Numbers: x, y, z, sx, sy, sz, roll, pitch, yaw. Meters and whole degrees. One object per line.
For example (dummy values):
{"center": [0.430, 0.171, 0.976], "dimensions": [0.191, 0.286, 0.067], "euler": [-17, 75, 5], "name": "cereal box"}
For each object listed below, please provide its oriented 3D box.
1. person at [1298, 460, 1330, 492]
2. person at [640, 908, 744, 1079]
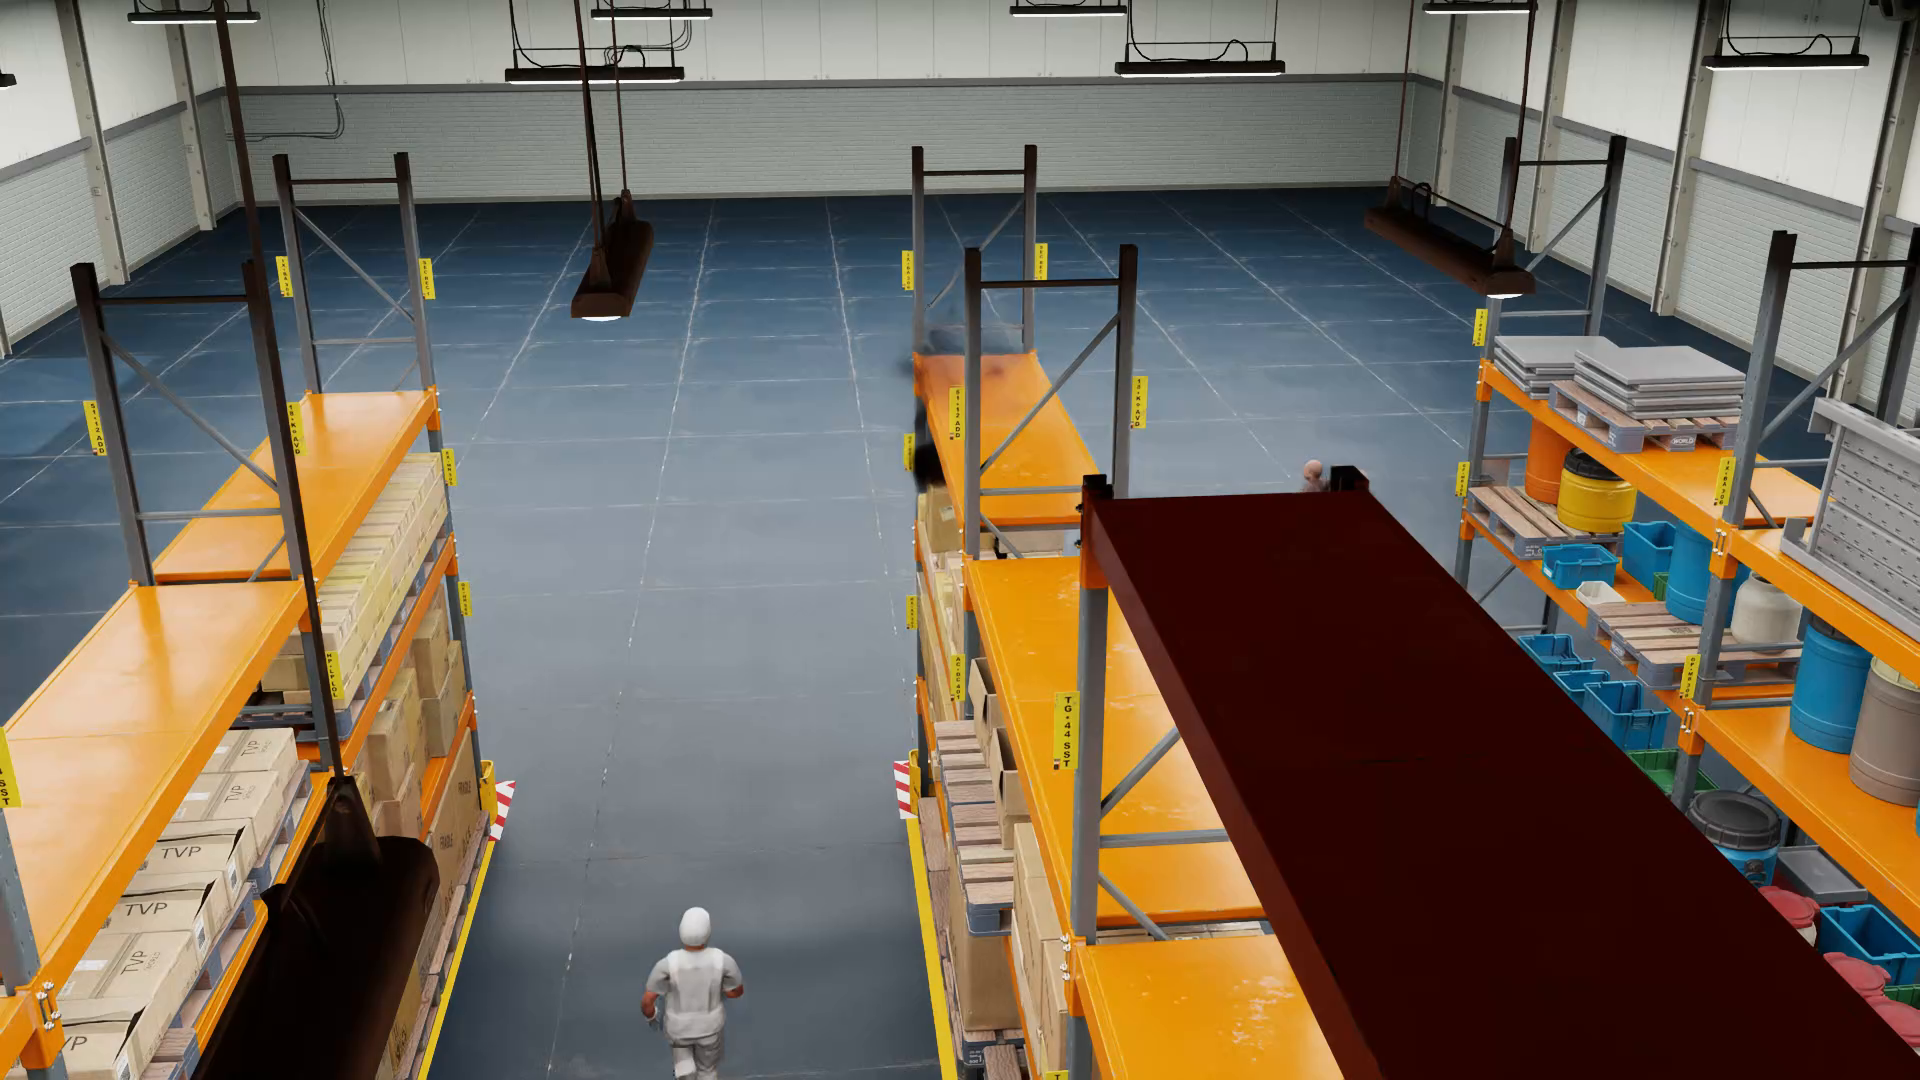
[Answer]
{"center": [4.117, 0.027, 19.440], "dimensions": [0.994, 1.596, 0.707], "euler": [9, 23, 22], "name": "person"}
{"center": [-1.781, 3.208, 11.147], "dimensions": [0.673, 1.738, 0.604], "euler": [-4, 22, -9], "name": "person"}
